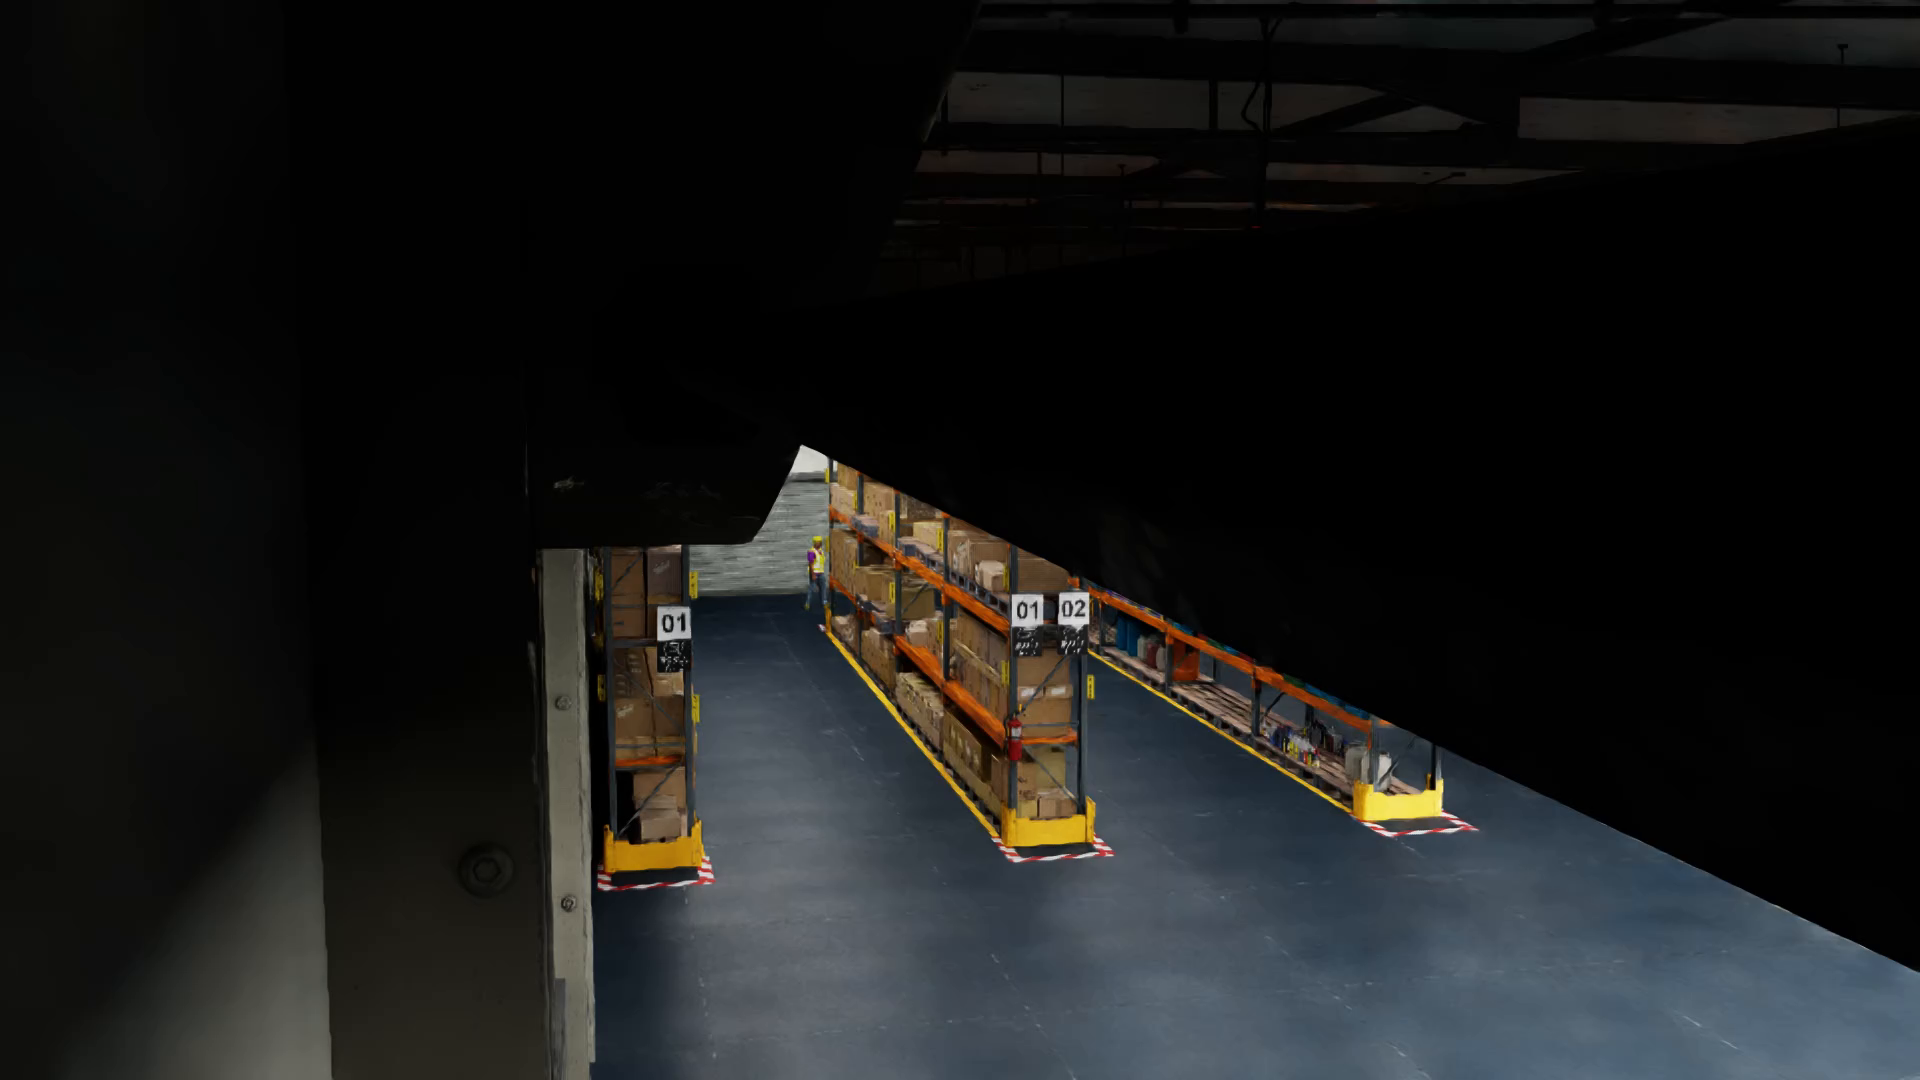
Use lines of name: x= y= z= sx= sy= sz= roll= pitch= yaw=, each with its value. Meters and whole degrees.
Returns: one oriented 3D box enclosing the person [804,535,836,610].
person: x=-3.374 y=0.760 z=39.497 sx=0.569 sy=1.754 sz=0.740 roll=3 pitch=8 yaw=26
